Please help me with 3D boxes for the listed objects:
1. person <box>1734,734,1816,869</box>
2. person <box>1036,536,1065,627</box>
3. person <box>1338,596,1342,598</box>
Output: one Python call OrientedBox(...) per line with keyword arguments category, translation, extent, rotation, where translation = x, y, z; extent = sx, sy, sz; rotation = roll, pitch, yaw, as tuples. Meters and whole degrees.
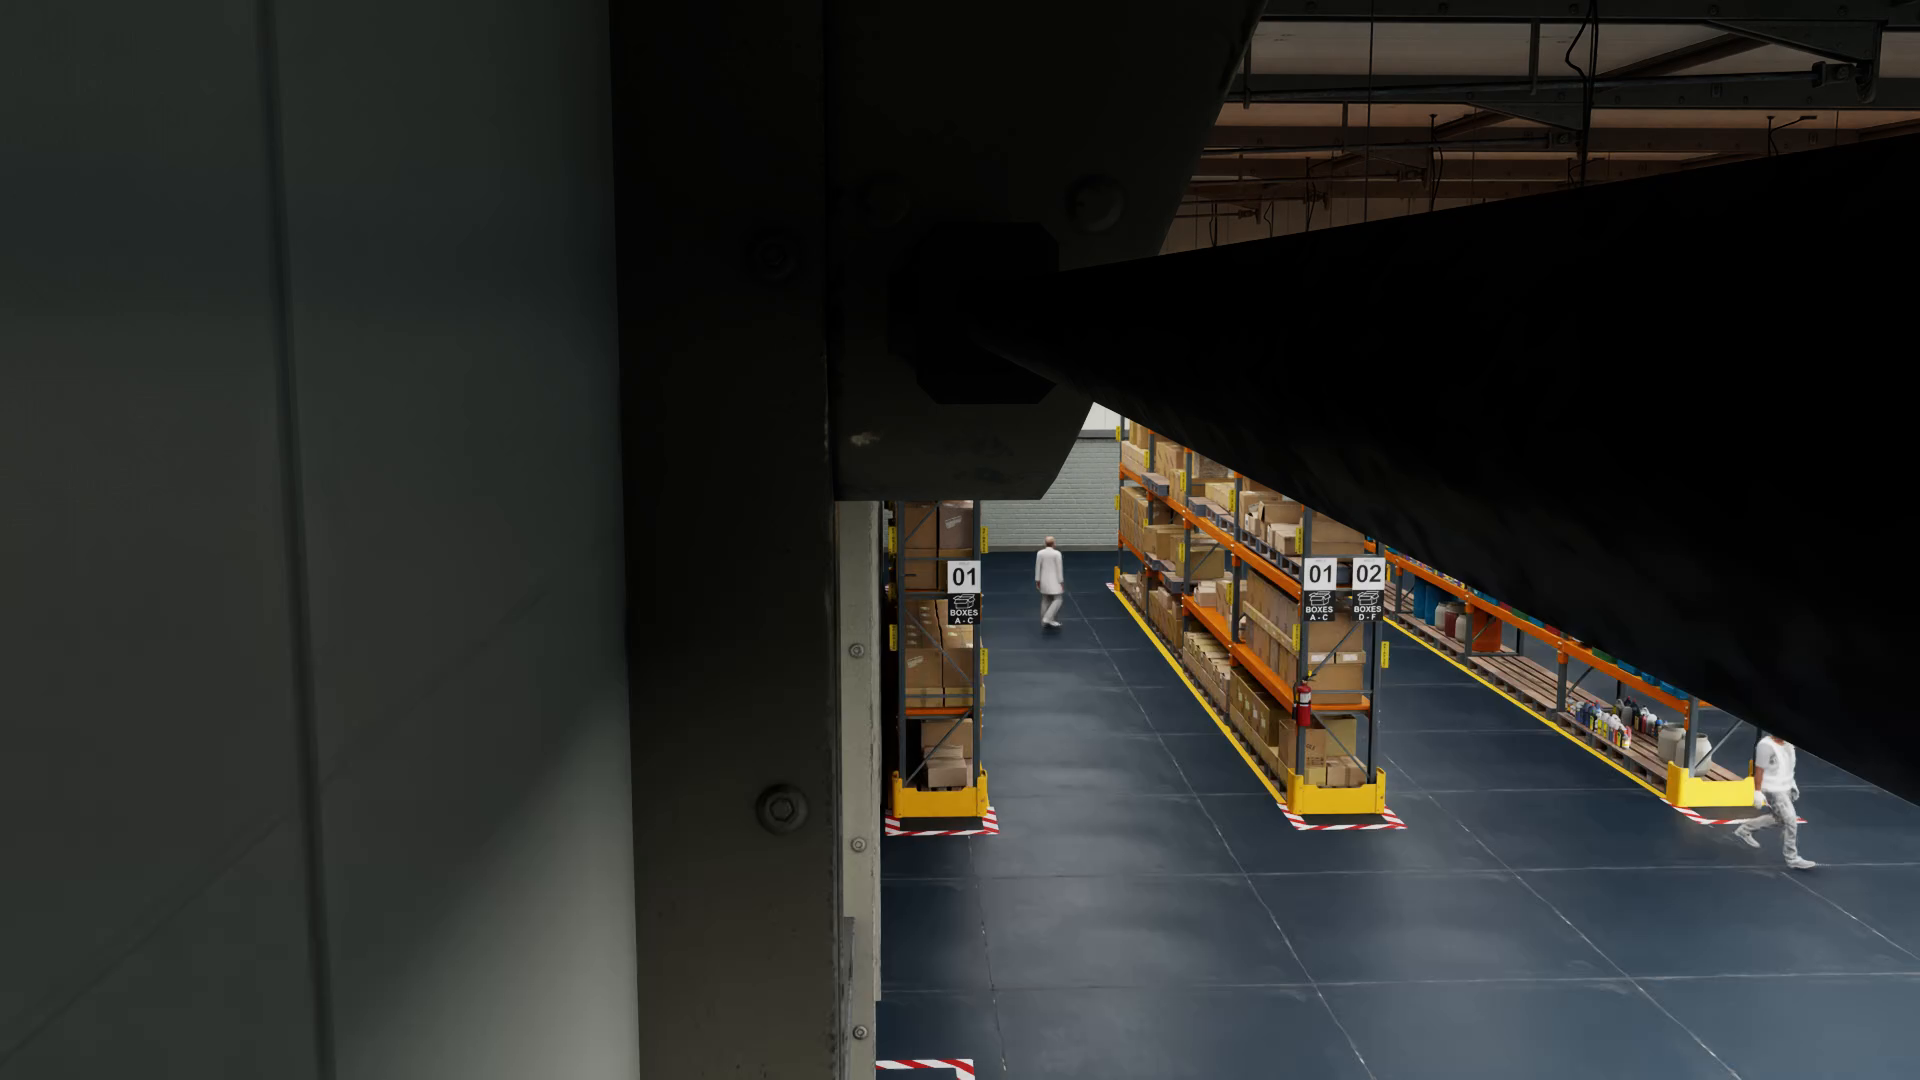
OrientedBox(category="person", translation=(9.201, 2.795, 18.718), extent=(0.931, 1.743, 0.554), rotation=(8, 11, 44))
OrientedBox(category="person", translation=(1.713, 0.820, 32.214), extent=(0.602, 1.777, 0.595), rotation=(6, 10, 36))
OrientedBox(category="person", translation=(6.290, 1.572, 27.689), extent=(0.460, 1.595, 0.458), rotation=(0, 8, 2))
